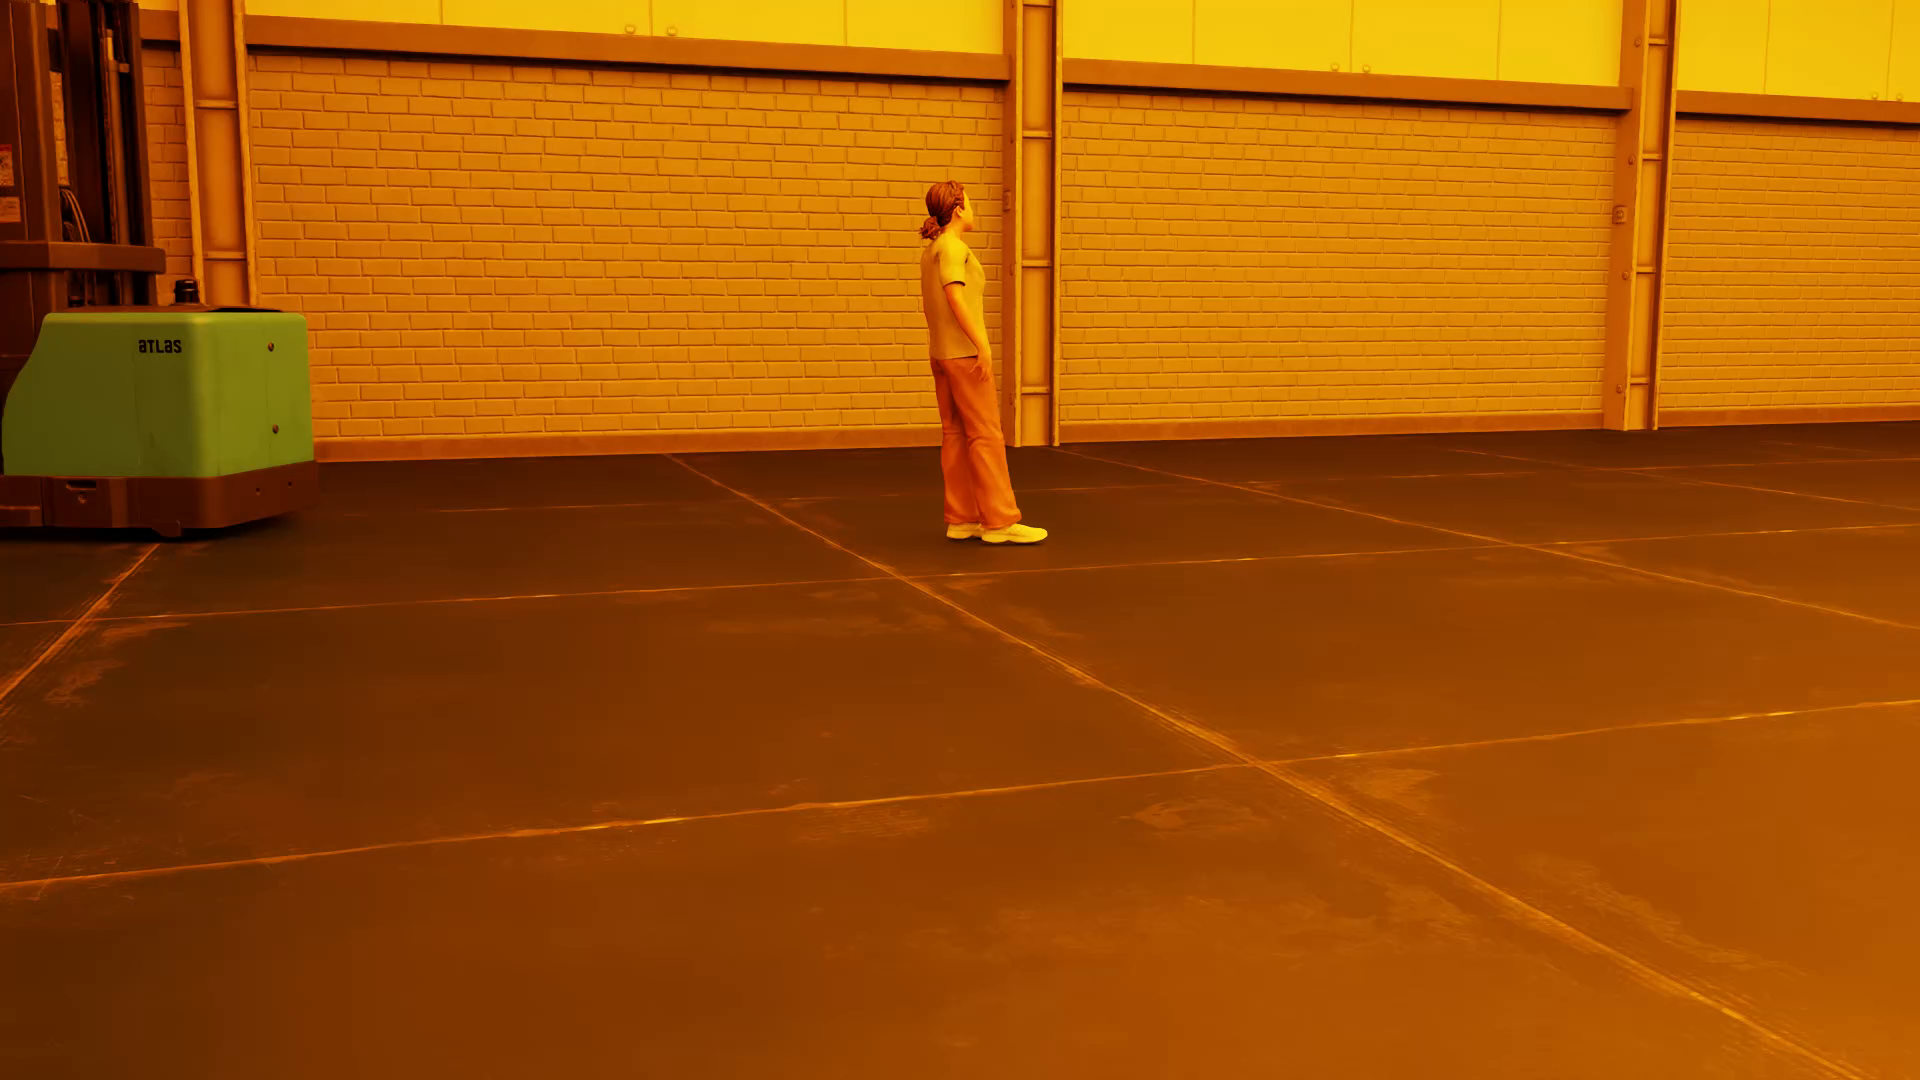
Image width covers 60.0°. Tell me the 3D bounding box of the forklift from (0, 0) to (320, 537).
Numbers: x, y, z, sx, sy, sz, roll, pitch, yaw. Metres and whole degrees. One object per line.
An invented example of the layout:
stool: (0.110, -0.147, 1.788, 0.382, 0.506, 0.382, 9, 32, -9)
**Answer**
forklift: (-4.910, -1.525, 8.264, 3.031, 2.935, 1.130, 1, 8, 7)

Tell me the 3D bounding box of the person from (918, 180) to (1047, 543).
person: (0.074, -0.839, 7.822, 0.548, 1.673, 0.553, -3, 8, -18)
